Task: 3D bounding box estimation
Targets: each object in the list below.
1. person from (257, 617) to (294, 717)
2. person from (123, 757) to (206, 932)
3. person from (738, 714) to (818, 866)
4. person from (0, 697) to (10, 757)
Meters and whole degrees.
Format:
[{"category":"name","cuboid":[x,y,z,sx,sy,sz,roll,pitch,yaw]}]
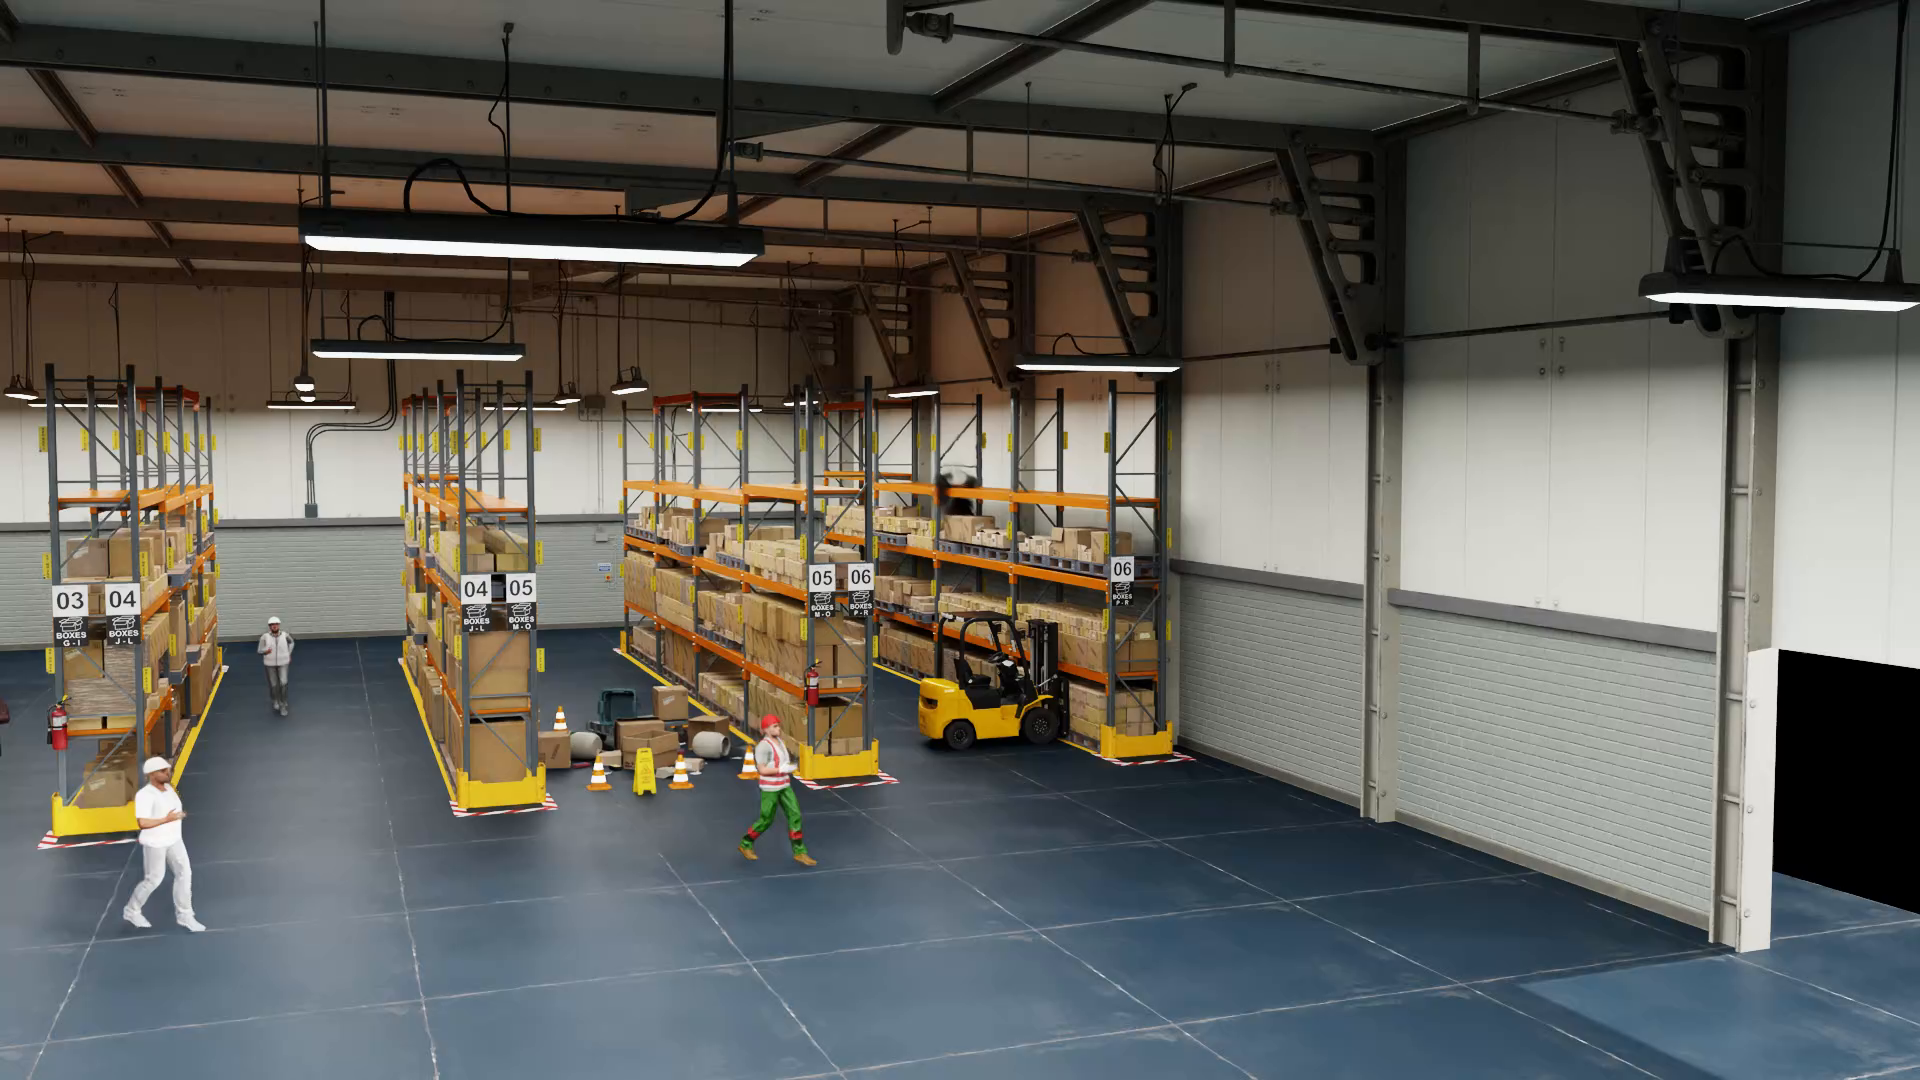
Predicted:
[{"category":"person","cuboid":[-12.625,2.326,30.697,0.643,1.836,0.801,-1,4,-22]},{"category":"person","cuboid":[-8.146,3.110,16.954,0.815,1.810,0.682,1,3,9]},{"category":"person","cuboid":[-2.161,2.942,19.677,0.992,1.775,0.670,2,4,27]},{"category":"person","cuboid":[-13.294,2.734,22.589,0.687,1.732,0.941,-2,4,-36]}]
